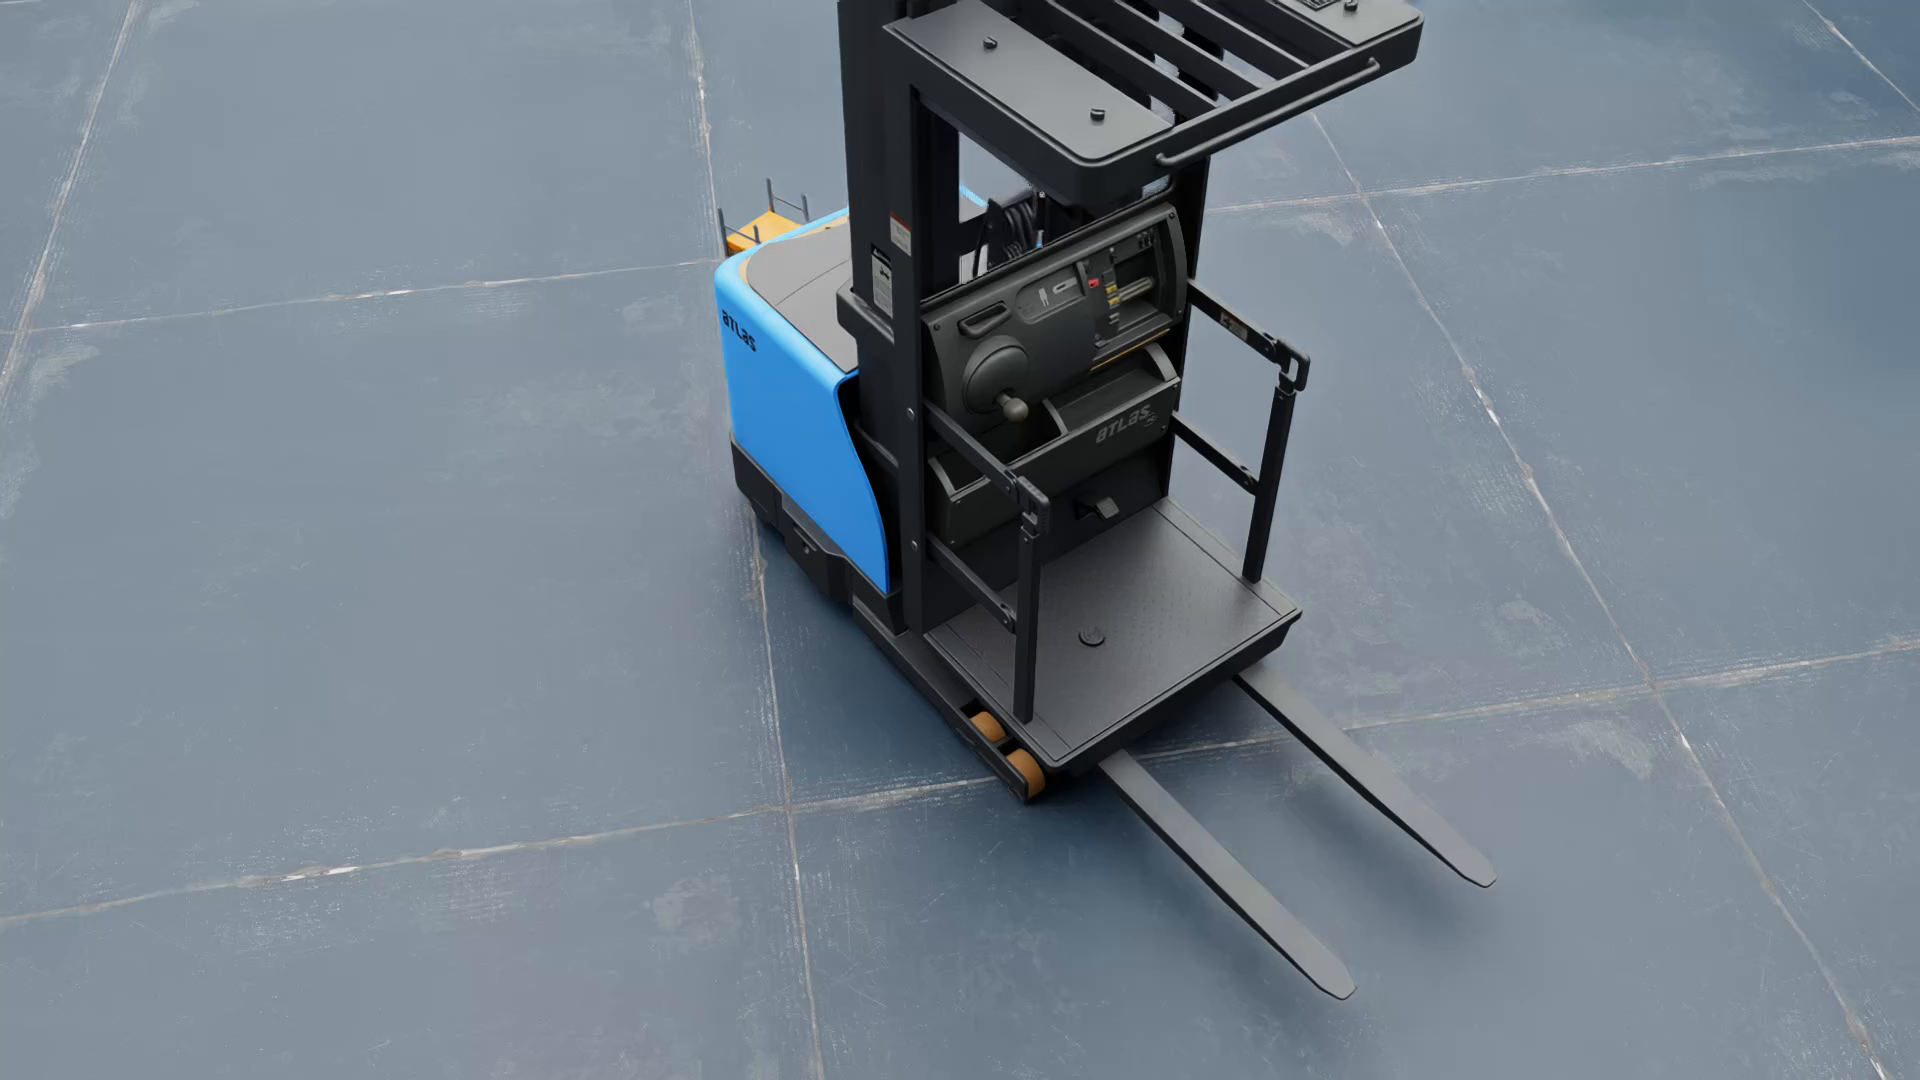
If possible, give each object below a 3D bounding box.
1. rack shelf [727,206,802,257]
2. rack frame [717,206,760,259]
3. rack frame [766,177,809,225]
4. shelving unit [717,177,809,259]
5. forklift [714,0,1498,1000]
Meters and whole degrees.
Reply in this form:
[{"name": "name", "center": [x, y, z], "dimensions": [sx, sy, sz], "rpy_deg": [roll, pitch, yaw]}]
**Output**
[{"name": "rack shelf", "center": [-0.700, -1.033, 6.130], "dimensions": [0.215, 0.259, 0.240], "rpy_deg": [29, 53, 29]}, {"name": "rack frame", "center": [-0.769, -0.770, 6.255], "dimensions": [0.200, 1.050, 0.008], "rpy_deg": [29, 53, 29]}, {"name": "rack frame", "center": [-0.611, -0.904, 6.384], "dimensions": [0.200, 1.050, 0.008], "rpy_deg": [29, 53, 29]}, {"name": "shelving unit", "center": [-0.690, -0.837, 6.320], "dimensions": [0.215, 1.050, 0.252], "rpy_deg": [29, 53, 29]}, {"name": "forklift", "center": [0.431, -0.577, 4.771], "dimensions": [1.130, 2.935, 3.031], "rpy_deg": [-29, 52, -25]}]
